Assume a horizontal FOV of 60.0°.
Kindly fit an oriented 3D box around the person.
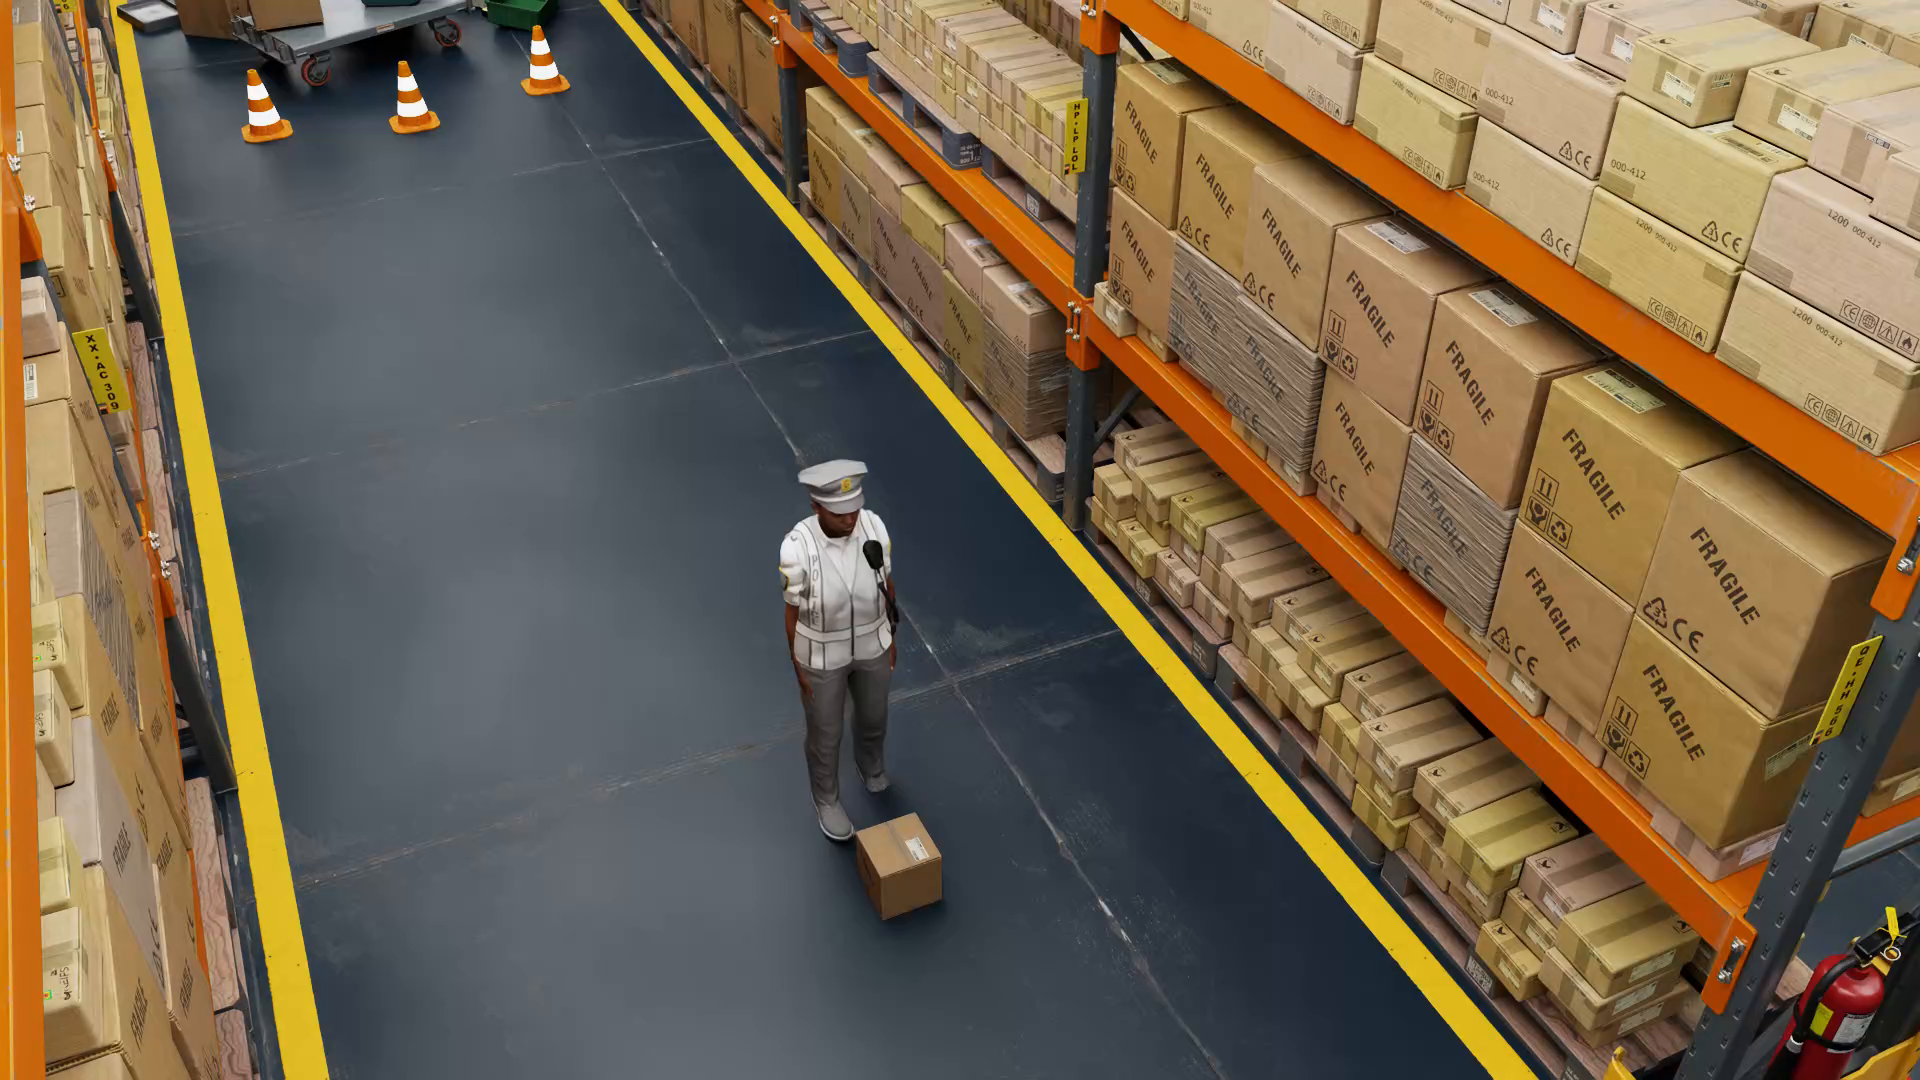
[{"bbox_3d":[-0.436,0.437,6.320,0.442,1.745,0.388,-15,40,-19],"label":"person"}]
